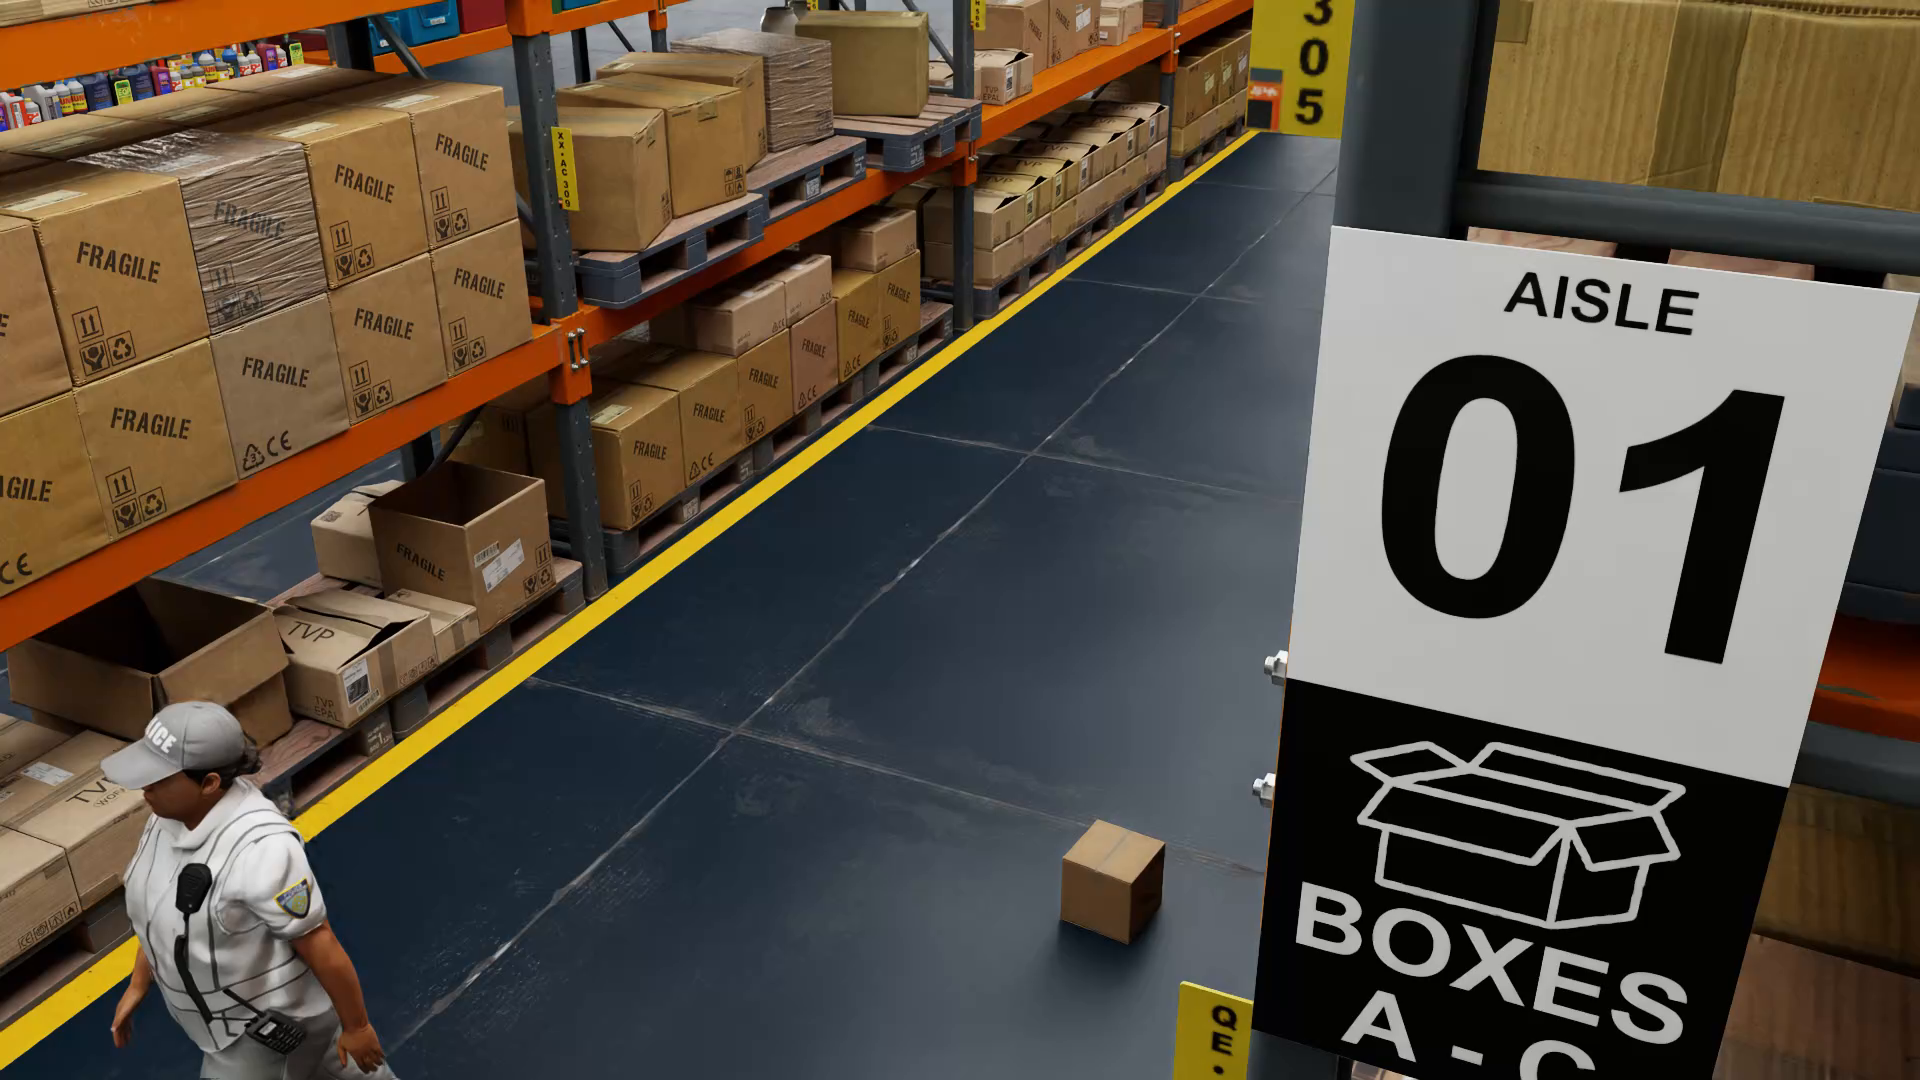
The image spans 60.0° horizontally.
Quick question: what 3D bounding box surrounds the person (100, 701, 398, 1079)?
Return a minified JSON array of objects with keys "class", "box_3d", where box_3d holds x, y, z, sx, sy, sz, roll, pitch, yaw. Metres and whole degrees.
[{"class":"person","box_3d":[-1.708,1.106,3.865,0.934,1.633,0.529,-23,34,-38]}]
